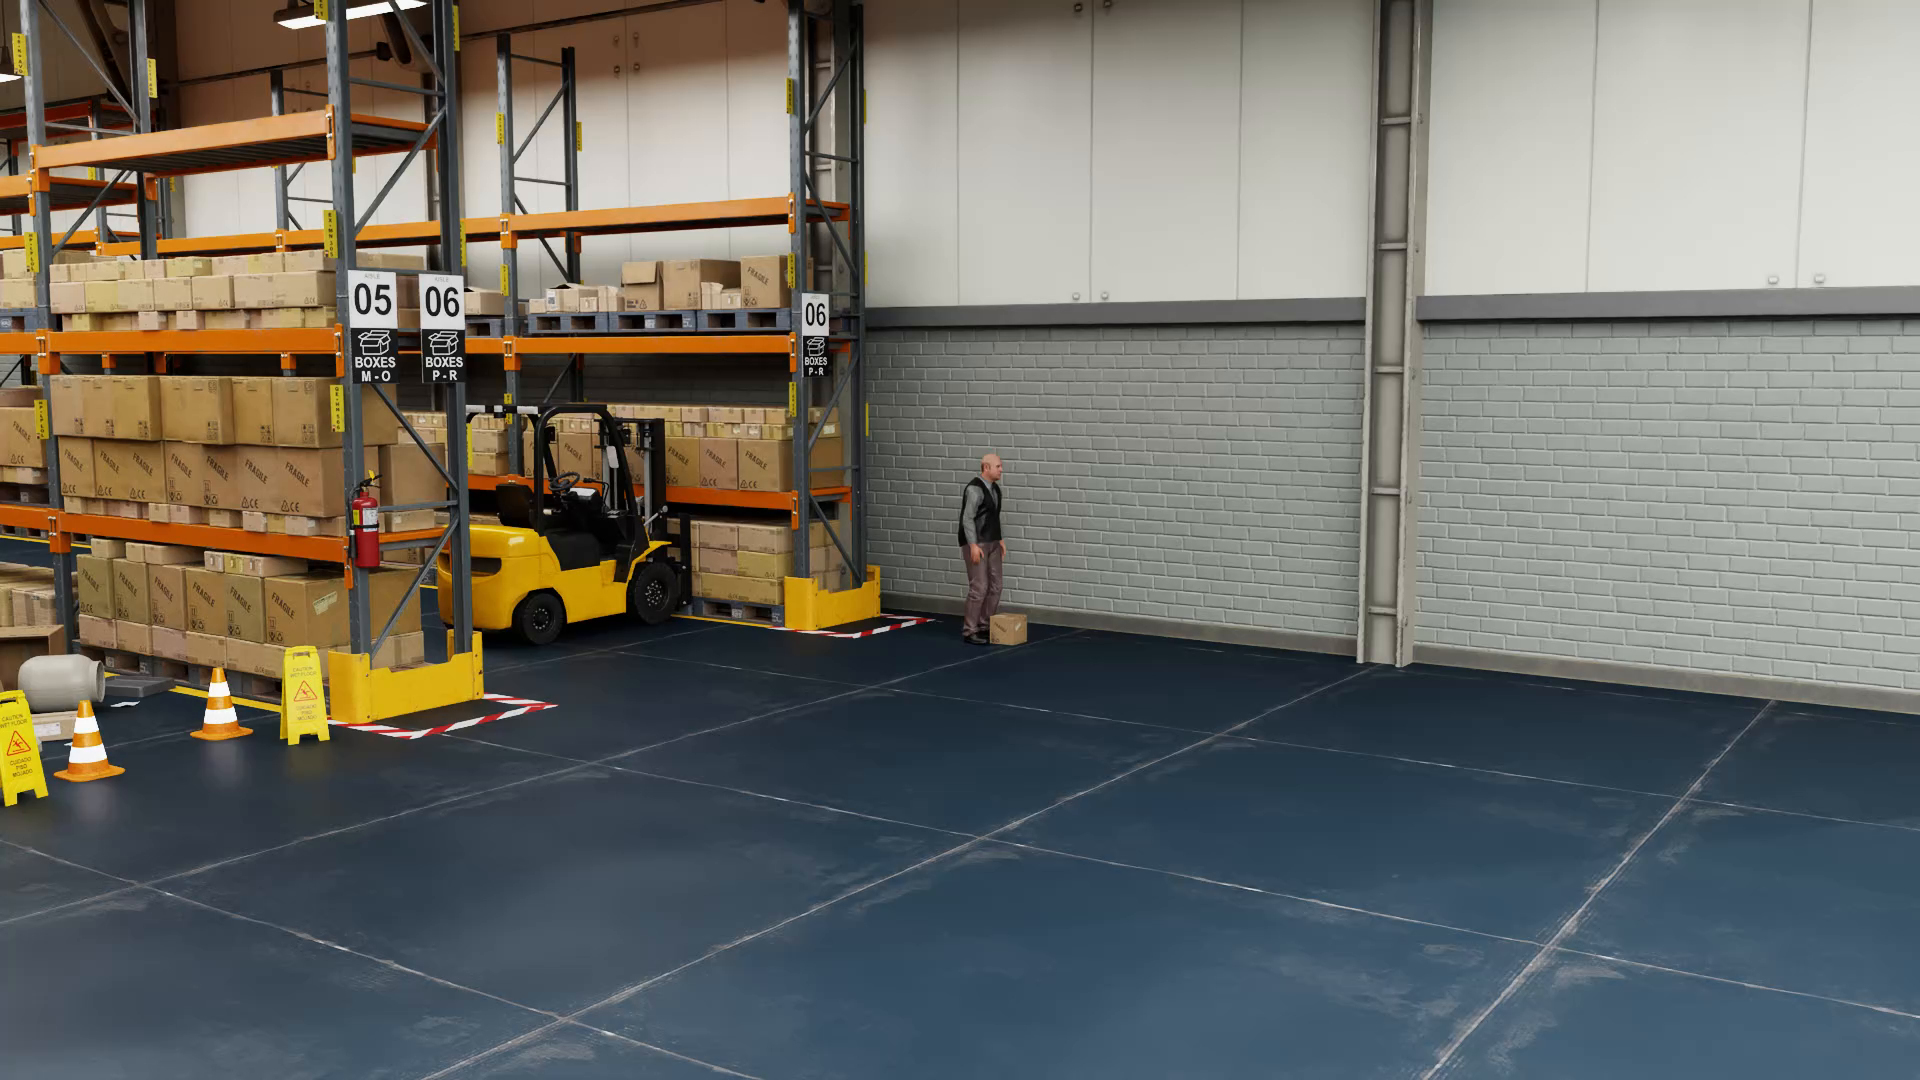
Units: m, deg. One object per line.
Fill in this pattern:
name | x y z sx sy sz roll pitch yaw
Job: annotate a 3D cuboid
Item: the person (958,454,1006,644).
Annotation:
person | 0.207 0.066 15.277 0.410 1.722 0.590 4 7 31
